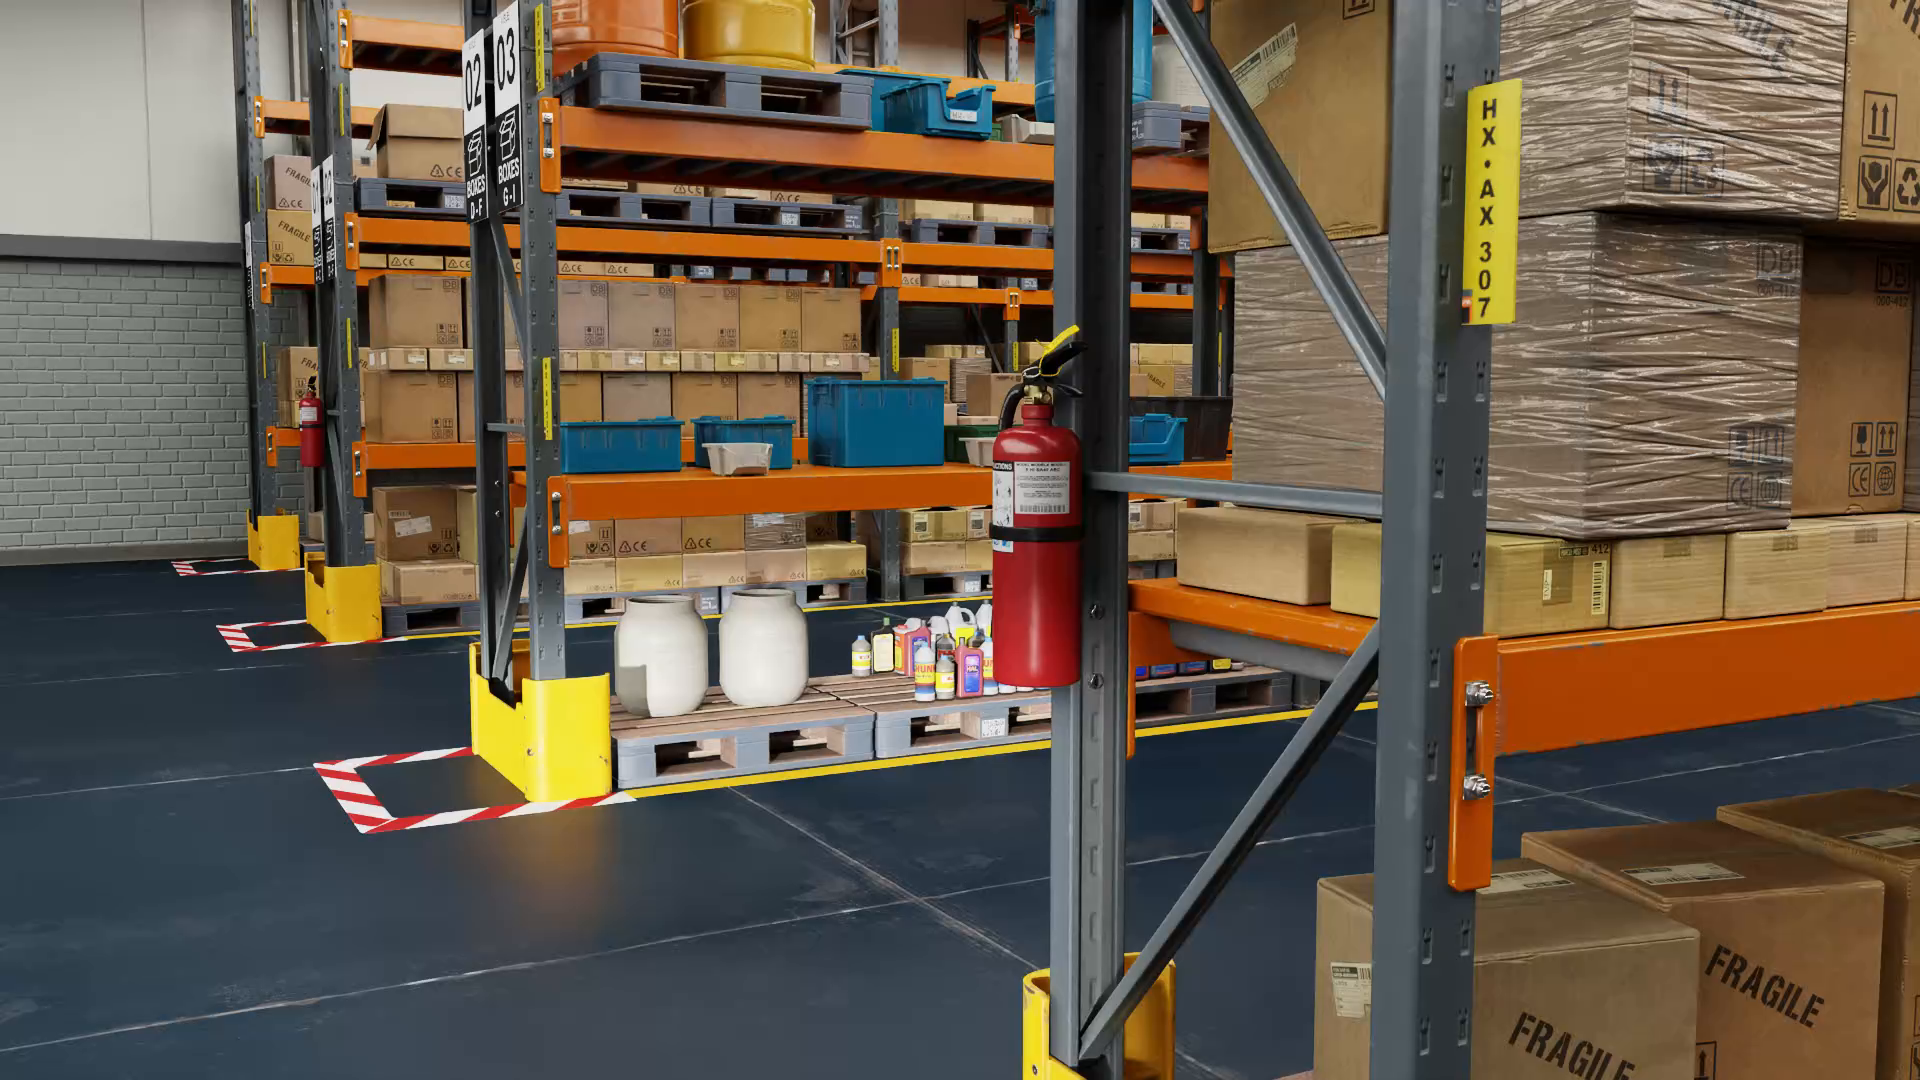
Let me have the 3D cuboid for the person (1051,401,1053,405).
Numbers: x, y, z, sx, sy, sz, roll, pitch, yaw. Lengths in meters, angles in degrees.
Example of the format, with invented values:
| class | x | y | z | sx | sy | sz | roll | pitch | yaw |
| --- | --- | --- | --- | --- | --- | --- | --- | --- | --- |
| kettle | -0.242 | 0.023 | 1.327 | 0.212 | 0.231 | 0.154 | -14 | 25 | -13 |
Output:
| class | x | y | z | sx | sy | sz | roll | pitch | yaw |
| --- | --- | --- | --- | --- | --- | --- | --- | --- | --- |
| person | 0.556 | -0.119 | 11.024 | 0.343 | 1.592 | 0.461 | -3 | 6 | -28 |
